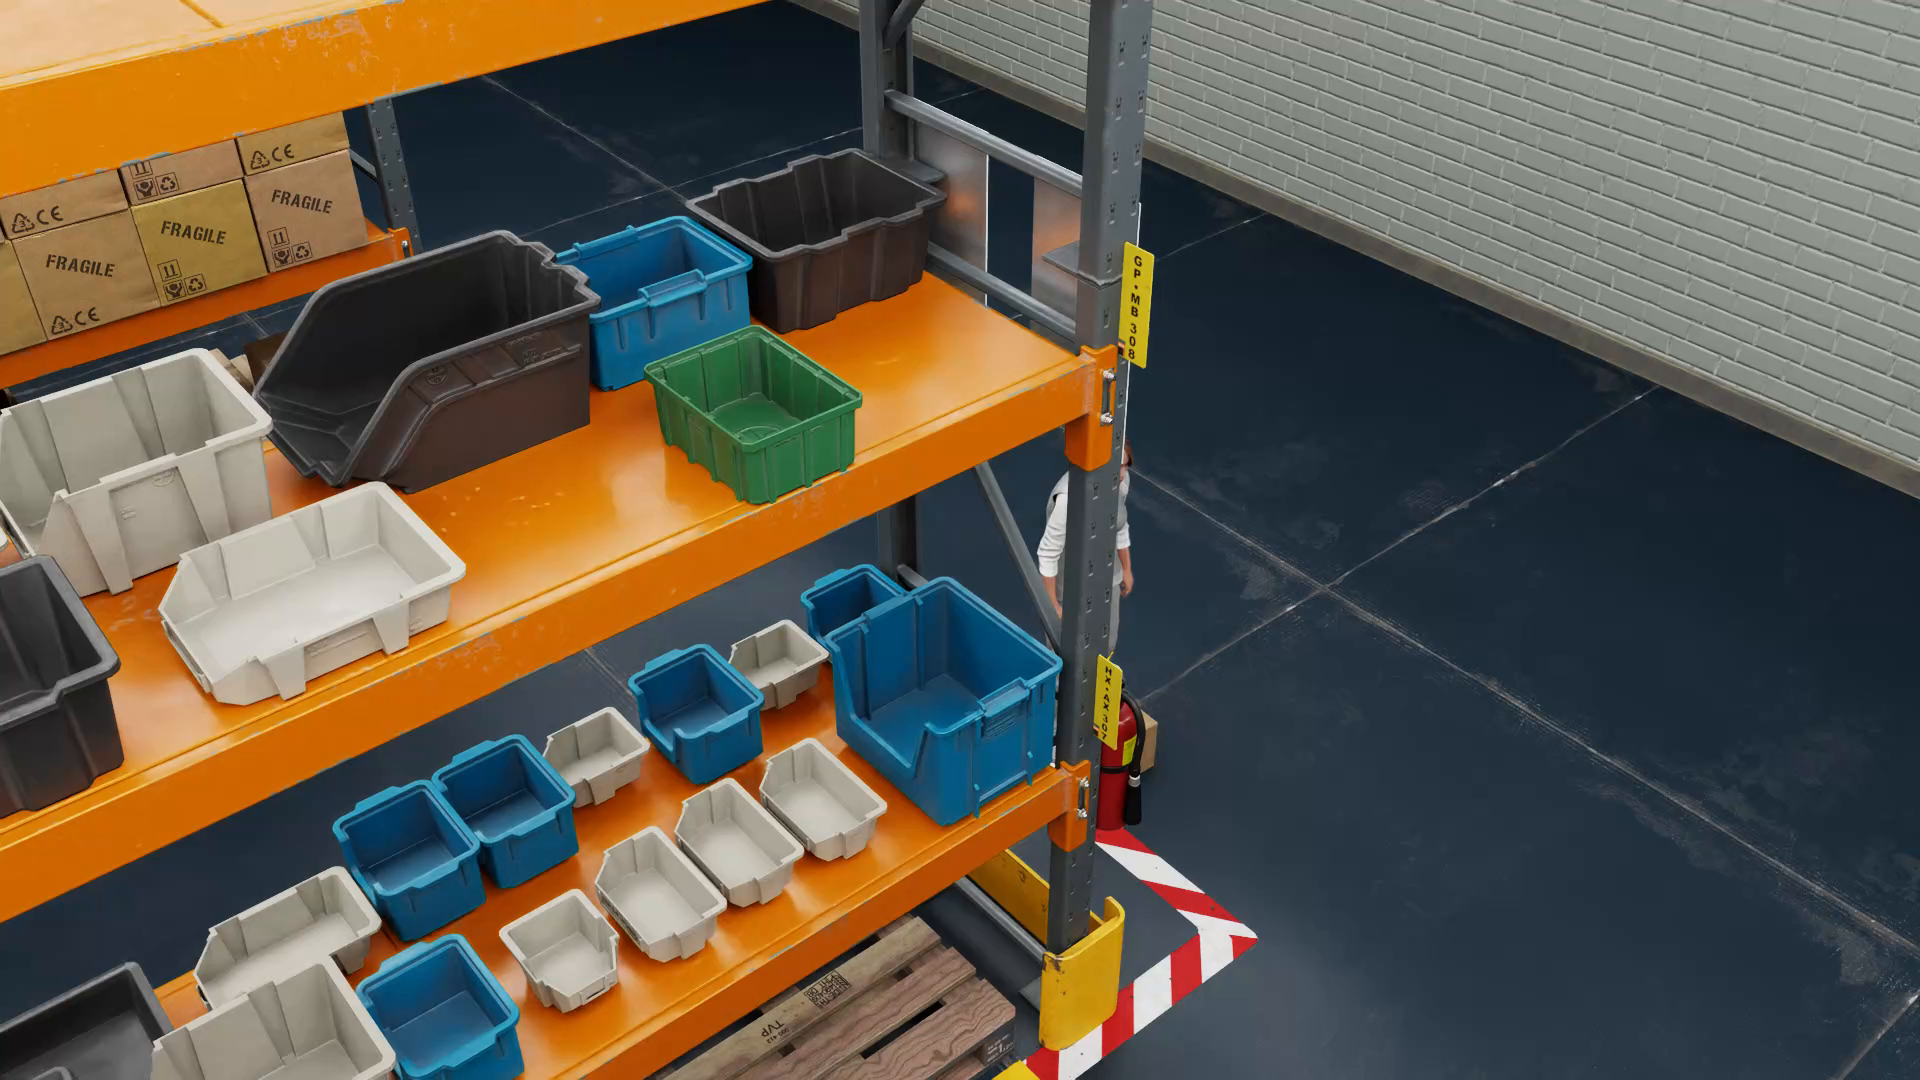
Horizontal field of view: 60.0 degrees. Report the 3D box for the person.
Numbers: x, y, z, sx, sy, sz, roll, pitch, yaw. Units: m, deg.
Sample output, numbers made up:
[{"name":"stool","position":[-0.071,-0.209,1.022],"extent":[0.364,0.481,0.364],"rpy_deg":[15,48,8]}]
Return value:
[{"name":"person","position":[0.515,0.203,6.807],"extent":[0.479,1.594,0.311],"rpy_deg":[-26,43,-30]}]
